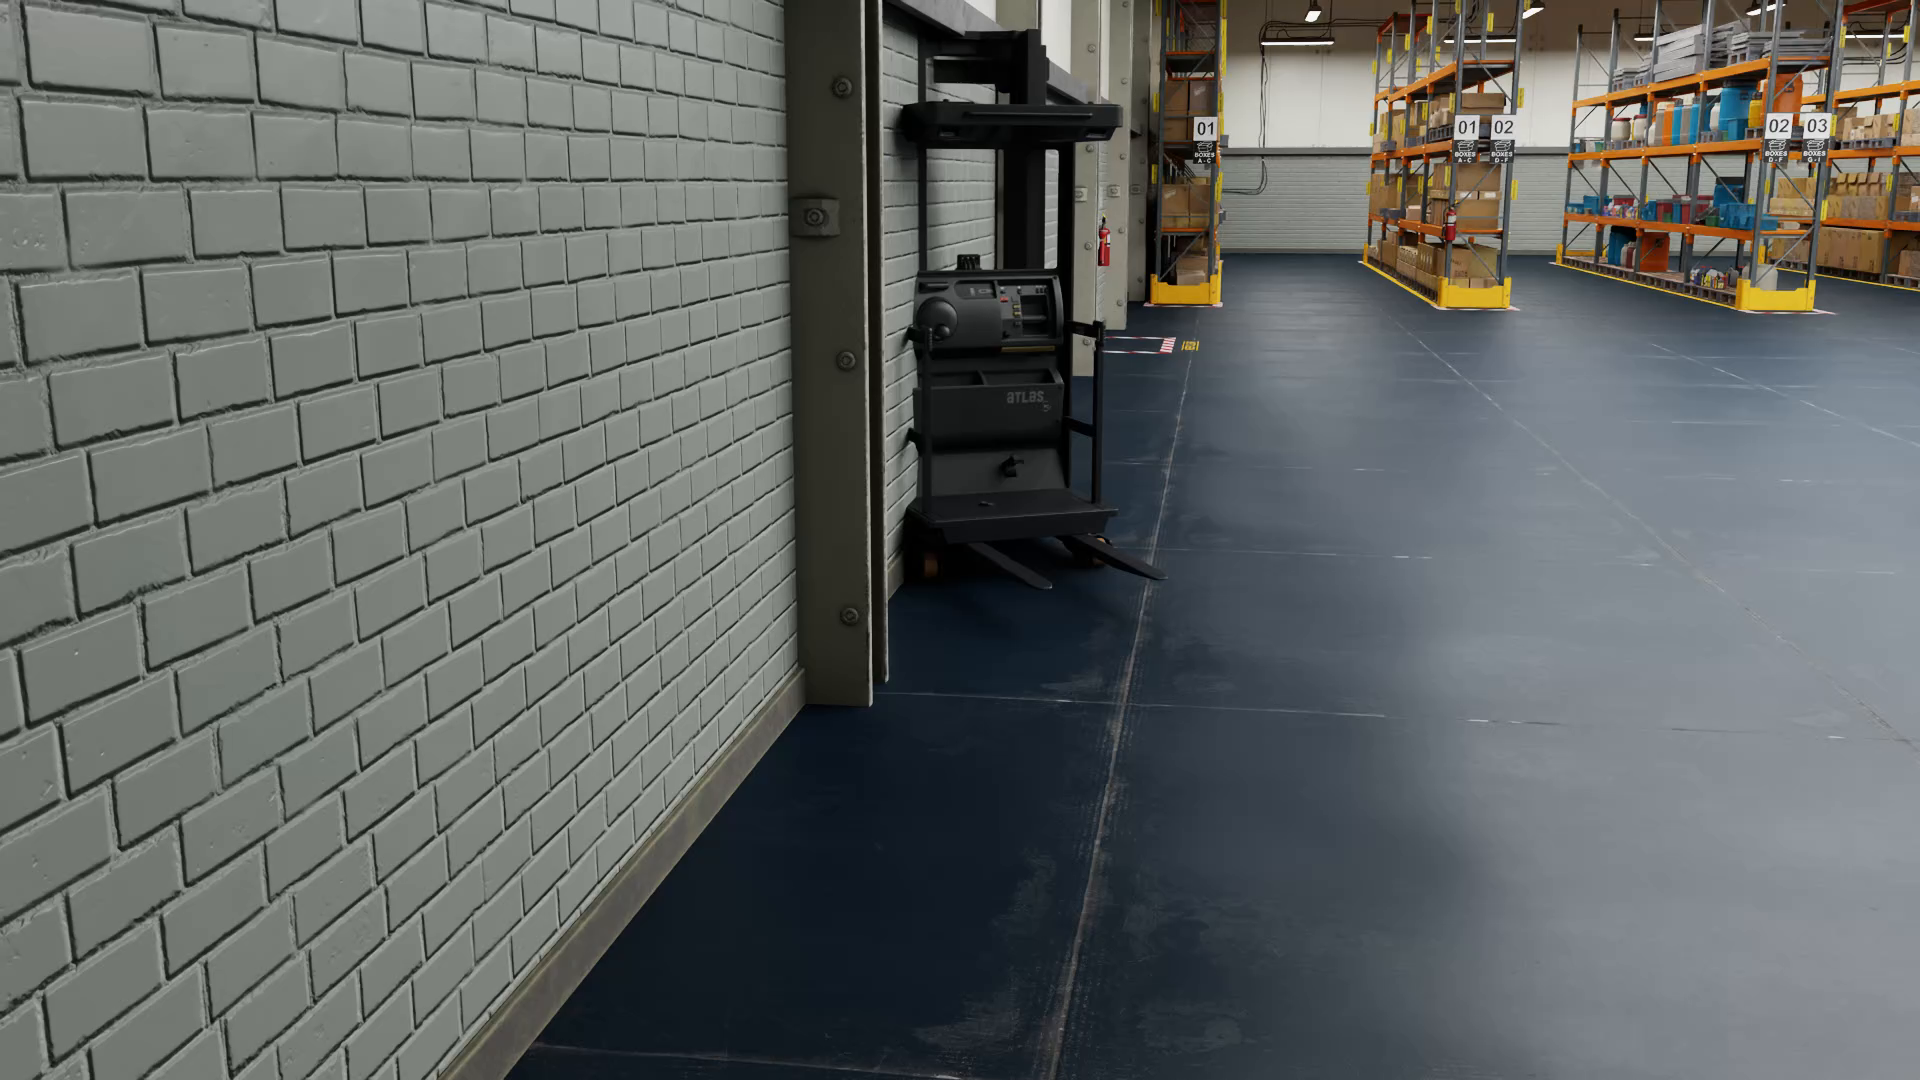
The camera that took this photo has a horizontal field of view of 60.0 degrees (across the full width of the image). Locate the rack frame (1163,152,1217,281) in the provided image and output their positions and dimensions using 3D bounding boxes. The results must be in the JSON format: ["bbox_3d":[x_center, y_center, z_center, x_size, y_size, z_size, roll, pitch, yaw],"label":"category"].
[{"bbox_3d":[4.561,-6.484,32.961,1.000,3.000,0.127,2,12,9],"label":"rack frame"}]

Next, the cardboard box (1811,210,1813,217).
[{"bbox_3d":[20.238,-7.673,39.074,0.380,0.149,0.250,2,12,10],"label":"cardboard box"}]

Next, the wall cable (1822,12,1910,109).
[{"bbox_3d":[25.366,-14.071,46.291,2.277,5.999,0.120,2,12,9],"label":"wall cable"}]

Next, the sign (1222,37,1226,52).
[{"bbox_3d":[5.714,-10.729,36.014,0.100,0.325,0.005,2,12,9],"label":"sign"}]

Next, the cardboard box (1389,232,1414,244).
[{"bbox_3d":[10.142,-6.944,38.204,0.500,0.250,0.500,2,12,8],"label":"cardboard box"}]

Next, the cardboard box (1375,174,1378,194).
[{"bbox_3d":[10.742,-8.958,41.827,0.500,0.500,0.500,2,12,8],"label":"cardboard box"}]

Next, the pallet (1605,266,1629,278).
[{"bbox_3d":[15.236,-6.051,37.572,1.003,0.211,1.213,2,12,9],"label":"pallet"}]

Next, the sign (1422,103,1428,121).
[{"bbox_3d":[8.919,-8.213,31.889,0.100,0.325,0.005,2,12,9],"label":"sign"}]

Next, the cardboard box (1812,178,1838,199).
[{"bbox_3d":[20.282,-8.211,38.844,0.500,0.500,0.500,2,12,10],"label":"cardboard box"}]

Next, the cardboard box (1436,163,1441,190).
[{"bbox_3d":[9.318,-6.810,31.155,0.700,0.500,0.500,2,12,9],"label":"cardboard box"}]

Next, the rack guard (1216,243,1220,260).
[{"bbox_3d":[6.411,-7.765,44.839,1.175,0.500,0.348,2,12,9],"label":"rack guard"}]

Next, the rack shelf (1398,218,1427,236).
[{"bbox_3d":[9.764,-6.389,34.228,1.077,0.370,4.000,2,12,9],"label":"rack shelf"}]

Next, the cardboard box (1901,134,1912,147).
[{"bbox_3d":[19.536,-8.139,33.875,0.500,0.250,0.500,2,12,10],"label":"cardboard box"}]

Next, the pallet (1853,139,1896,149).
[{"bbox_3d":[20.076,-8.578,36.005,1.003,0.211,1.213,2,12,11],"label":"pallet"}]

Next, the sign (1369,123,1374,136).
[{"bbox_3d":[10.766,-10.734,43.485,0.100,0.325,0.005,2,12,9],"label":"sign"}]

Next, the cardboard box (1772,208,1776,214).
[{"bbox_3d":[20.672,-8.261,41.803,0.380,0.149,0.250,2,12,8],"label":"cardboard box"}]

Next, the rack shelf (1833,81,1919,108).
[{"bbox_3d":[20.167,-9.637,36.009,1.077,0.370,4.000,2,12,9],"label":"rack shelf"}]

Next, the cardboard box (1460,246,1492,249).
[{"bbox_3d":[9.283,-5.033,29.976,0.500,0.500,0.500,2,12,9],"label":"cardboard box"}]

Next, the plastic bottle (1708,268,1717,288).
[{"bbox_3d":[13.693,-4.762,30.215,0.144,0.351,0.185,2,12,11],"label":"plastic bottle"}]

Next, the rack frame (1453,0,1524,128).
[{"bbox_3d":[8.842,-8.425,27.724,1.000,3.000,0.127,2,12,9],"label":"rack frame"}]

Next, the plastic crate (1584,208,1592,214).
[{"bbox_3d":[15.552,-8.101,40.948,0.293,0.136,0.466,2,12,9],"label":"plastic crate"}]

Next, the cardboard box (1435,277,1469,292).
[{"bbox_3d":[8.632,-4.474,29.164,0.500,0.250,0.500,2,12,9],"label":"cardboard box"}]

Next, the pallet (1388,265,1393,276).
[{"bbox_3d":[10.414,-6.201,38.268,1.003,0.211,1.213,2,12,9],"label":"pallet"}]

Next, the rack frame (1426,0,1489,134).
[{"bbox_3d":[9.457,-9.257,31.588,1.000,3.000,0.127,2,12,9],"label":"rack frame"}]

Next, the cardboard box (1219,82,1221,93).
[{"bbox_3d":[4.373,-7.840,29.476,0.500,0.500,0.500,2,12,8],"label":"cardboard box"}]

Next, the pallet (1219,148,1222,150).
[{"bbox_3d":[5.223,-8.827,37.159,1.213,0.211,1.003,2,12,11],"label":"pallet"}]

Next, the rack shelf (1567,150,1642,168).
[{"bbox_3d":[15.889,-9.360,40.891,1.077,0.370,4.000,2,12,9],"label":"rack shelf"}]

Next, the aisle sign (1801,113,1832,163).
[{"bbox_3d":[14.014,-6.577,27.221,0.394,0.787,0.004,2,12,9],"label":"aisle sign"}]

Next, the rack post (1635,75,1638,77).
[{"bbox_3d":[15.395,-10.091,36.646,0.937,0.300,0.954,3,13,15],"label":"rack post"}]

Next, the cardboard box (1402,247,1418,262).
[{"bbox_3d":[9.548,-5.977,34.808,0.500,0.311,0.500,2,12,7],"label":"cardboard box"}]

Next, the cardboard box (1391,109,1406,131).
[{"bbox_3d":[10.724,-10.096,39.991,0.700,0.500,0.500,2,12,9],"label":"cardboard box"}]

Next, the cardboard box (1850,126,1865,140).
[{"bbox_3d":[20.217,-9.071,37.058,0.500,0.311,0.500,1,12,7],"label":"cardboard box"}]

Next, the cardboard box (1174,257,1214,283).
[{"bbox_3d":[4.392,-5.056,31.221,0.700,0.500,0.500,1,12,5],"label":"cardboard box"}]

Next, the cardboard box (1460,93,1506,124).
[{"bbox_3d":[8.934,-7.402,28.525,0.797,0.503,0.637,3,12,13],"label":"cardboard box"}]

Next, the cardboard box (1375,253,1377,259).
[{"bbox_3d":[10.493,-7.019,41.166,0.380,0.149,0.250,2,12,9],"label":"cardboard box"}]

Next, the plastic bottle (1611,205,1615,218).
[{"bbox_3d":[14.967,-7.524,38.064,0.061,0.283,0.133,2,12,9],"label":"plastic bottle"}]

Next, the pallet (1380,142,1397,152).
[{"bbox_3d":[10.518,-9.231,39.032,1.213,0.211,1.003,2,12,9],"label":"pallet"}]

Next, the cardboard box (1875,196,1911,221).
[{"bbox_3d":[19.691,-6.995,35.094,0.500,0.500,0.500,2,12,10],"label":"cardboard box"}]

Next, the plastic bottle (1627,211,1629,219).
[{"bbox_3d":[14.753,-7.170,36.613,0.097,0.201,0.097,0,12,0],"label":"plastic bottle"}]

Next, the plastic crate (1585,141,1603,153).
[{"bbox_3d":[15.550,-9.618,40.665,0.437,0.282,0.530,2,12,9],"label":"plastic crate"}]

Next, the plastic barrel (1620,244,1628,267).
[{"bbox_3d":[15.196,-6.443,37.678,0.421,0.512,0.421,0,12,0],"label":"plastic barrel"}]

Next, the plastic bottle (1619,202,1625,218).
[{"bbox_3d":[14.897,-7.406,37.354,0.144,0.351,0.185,2,12,9],"label":"plastic bottle"}]

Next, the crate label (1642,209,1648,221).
[{"bbox_3d":[14.531,-6.839,35.003,0.303,0.233,0.416,2,12,9],"label":"crate label"}]

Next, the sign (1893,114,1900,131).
[{"bbox_3d":[19.313,-8.613,34.303,0.100,0.325,0.005,2,12,9],"label":"sign"}]

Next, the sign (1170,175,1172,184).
[{"bbox_3d":[4.628,-7.900,36.783,0.100,0.325,0.005,2,12,9],"label":"sign"}]

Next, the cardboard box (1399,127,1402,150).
[{"bbox_3d":[10.184,-8.870,36.676,0.910,0.500,0.500,2,12,9],"label":"cardboard box"}]

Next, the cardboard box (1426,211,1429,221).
[{"bbox_3d":[9.411,-6.448,33.111,0.396,0.266,0.258,2,12,7],"label":"cardboard box"}]

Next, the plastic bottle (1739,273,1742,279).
[{"bbox_3d":[14.352,-4.798,30.540,0.061,0.283,0.133,2,12,9],"label":"plastic bottle"}]

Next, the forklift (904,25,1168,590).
[{"bbox_3d":[0.203,-1.309,9.108,1.130,2.935,3.031,-4,13,-19],"label":"forklift"}]

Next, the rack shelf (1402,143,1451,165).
[{"bbox_3d":[9.764,-7.856,33.912,1.077,0.370,4.000,2,12,9],"label":"rack shelf"}]

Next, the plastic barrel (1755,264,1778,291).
[{"bbox_3d":[13.761,-4.459,28.473,0.421,0.512,0.421,0,12,0],"label":"plastic barrel"}]

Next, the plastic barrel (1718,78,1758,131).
[{"bbox_3d":[14.092,-7.876,30.114,0.600,0.901,0.708,2,12,9],"label":"plastic barrel"}]

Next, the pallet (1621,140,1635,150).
[{"bbox_3d":[15.386,-8.800,37.035,1.003,0.211,1.213,2,12,9],"label":"pallet"}]

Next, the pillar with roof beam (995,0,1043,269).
[{"bbox_3d":[4.685,-4.872,11.238,9.100,9.000,0.400,2,12,9],"label":"pillar with roof beam"}]
